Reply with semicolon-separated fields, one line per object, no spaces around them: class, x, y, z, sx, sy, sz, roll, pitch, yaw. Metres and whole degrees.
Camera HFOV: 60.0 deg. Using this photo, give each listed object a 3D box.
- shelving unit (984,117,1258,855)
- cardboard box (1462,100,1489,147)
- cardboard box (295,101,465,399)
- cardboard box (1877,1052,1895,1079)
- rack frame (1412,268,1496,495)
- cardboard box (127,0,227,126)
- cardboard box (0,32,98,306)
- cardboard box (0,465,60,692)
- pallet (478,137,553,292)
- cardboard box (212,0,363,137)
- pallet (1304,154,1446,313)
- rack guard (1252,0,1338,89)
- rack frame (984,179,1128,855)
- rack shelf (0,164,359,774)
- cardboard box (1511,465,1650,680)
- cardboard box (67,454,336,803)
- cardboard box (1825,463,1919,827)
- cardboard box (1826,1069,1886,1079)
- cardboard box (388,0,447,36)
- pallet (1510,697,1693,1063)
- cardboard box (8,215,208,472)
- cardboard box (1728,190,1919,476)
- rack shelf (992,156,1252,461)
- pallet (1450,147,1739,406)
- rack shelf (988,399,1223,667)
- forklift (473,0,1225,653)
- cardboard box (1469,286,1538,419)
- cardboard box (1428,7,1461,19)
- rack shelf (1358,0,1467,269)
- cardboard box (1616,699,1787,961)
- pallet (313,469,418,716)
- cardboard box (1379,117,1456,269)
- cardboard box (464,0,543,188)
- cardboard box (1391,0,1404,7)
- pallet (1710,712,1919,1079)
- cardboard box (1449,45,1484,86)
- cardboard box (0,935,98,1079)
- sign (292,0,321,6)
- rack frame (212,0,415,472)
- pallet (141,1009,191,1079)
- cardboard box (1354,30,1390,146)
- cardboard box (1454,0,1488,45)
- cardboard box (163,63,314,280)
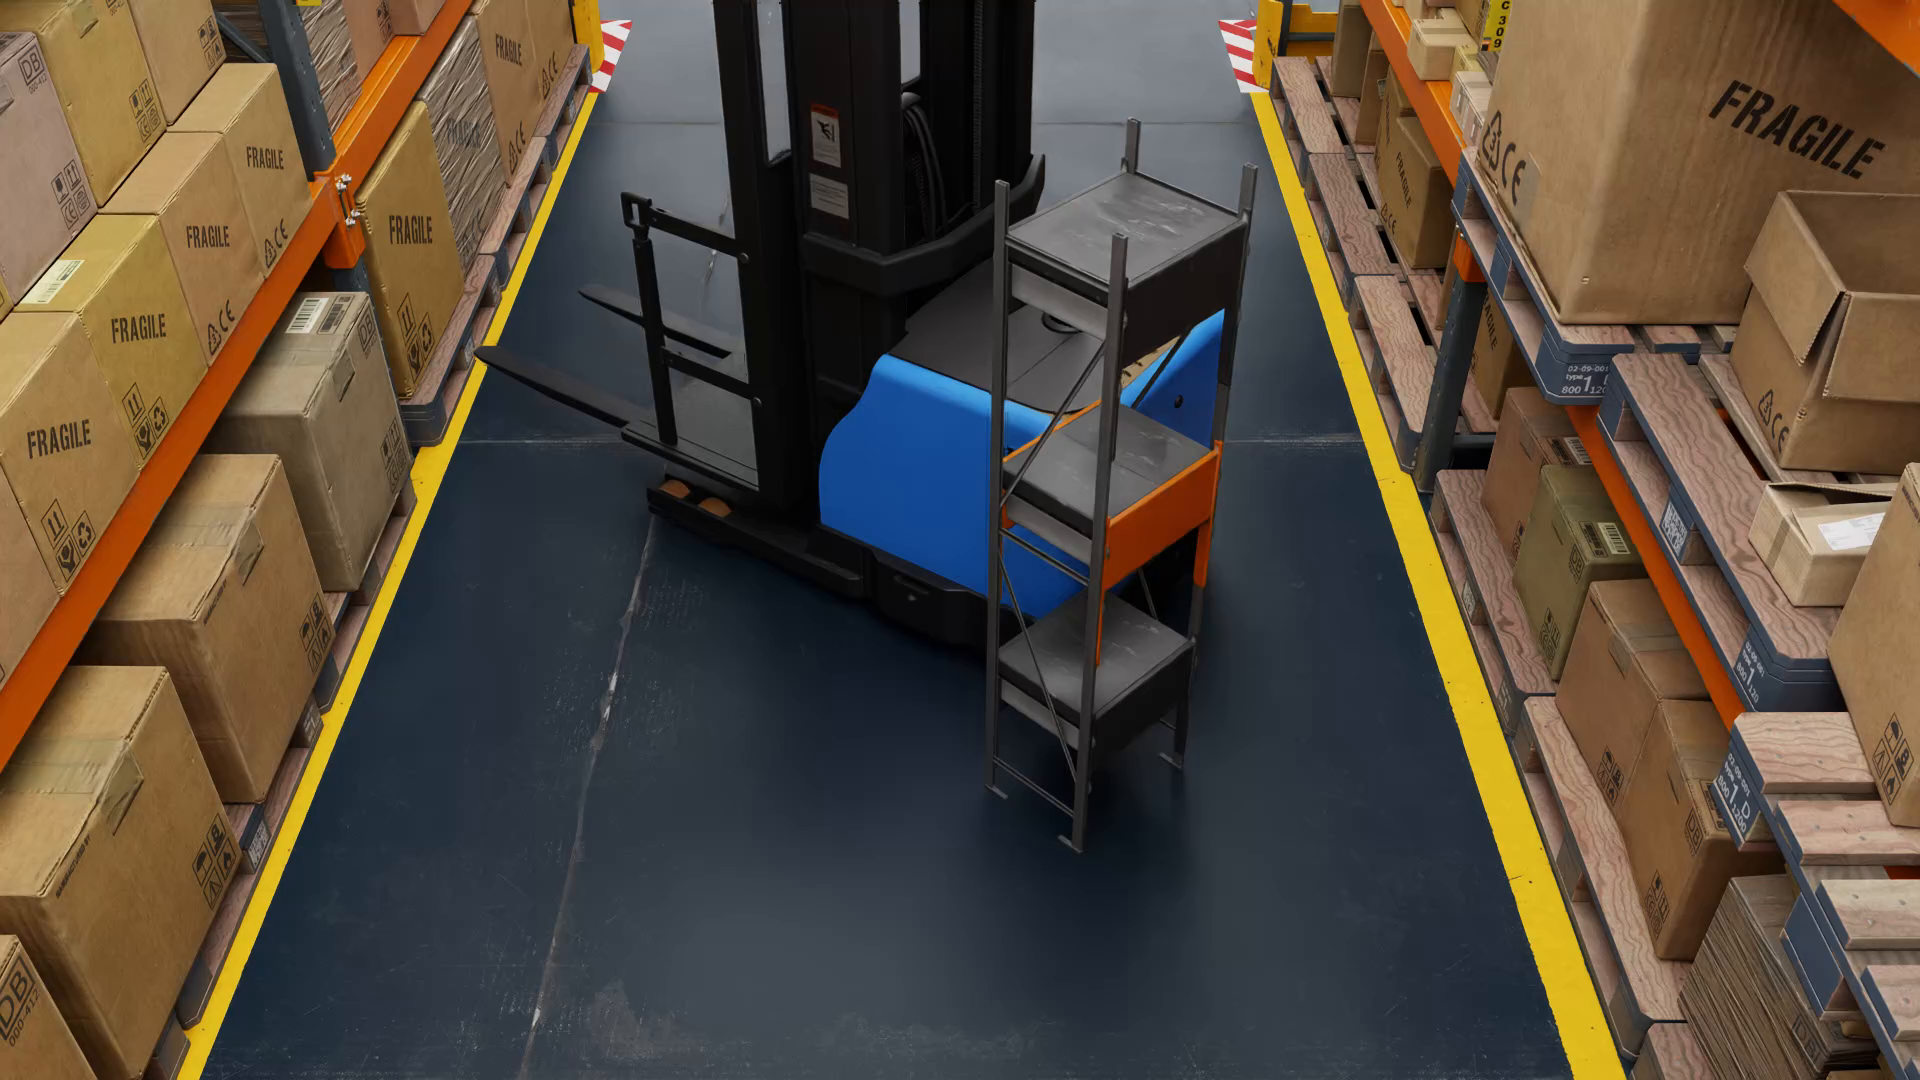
shelving unit;0.399;-0.060;4.644;0.431;2.100;0.503;32;48;33
cardboard box;1.990;-1.421;5.825;0.380;0.149;0.250;0;39;0
cardboard box;-2.607;-1.172;6.678;0.875;0.875;0.875;1;39;1
cardboard box;2.258;1.209;3.390;0.500;0.250;0.500;1;39;2
rack frame;2.284;-1.385;5.579;1.000;3.000;0.127;0;39;0
cardboard box;-2.669;-1.563;4.922;0.700;0.500;0.500;-1;39;-1
cardboard box;-2.666;-0.925;4.127;0.700;0.500;0.500;0;39;0
cardboard box;-2.405;0.104;3.642;0.500;0.500;0.500;0;39;0
pallet;-2.603;-1.597;8.074;1.003;0.211;1.213;0;39;0
cardboard box;-2.688;-1.734;5.895;0.875;0.550;0.550;0;39;0
pallet;2.244;-1.481;7.930;1.003;0.211;1.213;0;39;0
rack guard;2.280;-2.863;9.423;1.175;0.500;0.348;0;39;0
rack frame;0.228;0.049;4.509;0.400;2.100;0.015;32;48;33
rack shelf;-2.673;0.087;4.318;1.077;0.370;4.000;0;39;0
cardboard box;2.245;0.101;5.372;0.700;0.500;0.500;0;39;0
cardboard box;-2.588;0.261;4.989;1.050;0.750;0.750;0;39;0
cardboard box;2.148;0.227;3.152;0.700;0.500;0.500;5;39;7
cardboard box;2.268;1.501;3.625;0.700;0.500;0.500;-2;39;-2
cardboard box;-2.594;-2.415;6.745;0.875;0.550;0.550;0;39;0
pallet;2.291;0.955;4.889;1.003;0.211;1.213;0;39;0
cardboard box;-2.407;-0.525;4.427;0.500;0.500;0.500;0;39;0
cardboard box;2.379;-0.505;4.063;0.797;0.503;0.637;4;39;5
rack shelf;0.401;-0.594;4.214;0.431;0.518;0.480;32;48;33
pallet;2.140;-0.832;5.043;1.003;0.211;1.213;0;39;0
rack shelf;0.399;-0.049;4.653;0.431;0.518;0.480;32;48;33
forklift;-0.573;-1.384;5.634;3.031;2.935;1.130;23;44;26
cardboard box;2.324;-0.823;6.542;0.500;0.500;0.500;-1;39;-1
cardboard box;2.079;-2.046;6.606;0.380;0.149;0.250;0;39;0
rack shelf;2.282;-2.355;7.365;1.077;0.370;4.000;0;39;0
cardboard box;2.247;0.800;4.500;0.700;0.500;0.500;3;39;4
pallet;-2.600;0.126;5.924;1.003;0.211;1.213;0;39;0
cardboard box;2.236;-1.570;7.473;0.500;0.500;0.500;-3;39;-4
cardboard box;-2.610;-2.306;8.092;0.875;0.875;0.875;-1;39;-1
cardboard box;2.003;-2.359;6.996;0.380;0.149;0.250;0;39;0
pallet;2.182;0.746;3.074;1.213;0.211;1.003;0;39;0
cardboard box;2.059;-1.734;6.216;0.380;0.149;0.250;0;39;0
cardboard box;-2.582;1.390;3.580;1.050;0.750;0.750;-1;39;-1
sign;-2.133;-1.872;5.324;0.100;0.325;0.005;0;39;0
rack frame;-2.676;-1.444;5.654;1.000;3.000;0.127;0;39;0
pallet;-2.597;1.652;4.020;1.003;0.211;1.213;0;39;0
cardboard box;2.299;-2.310;8.397;0.500;0.500;0.500;10;40;12
cardboard box;2.380;-2.134;6.196;0.875;0.500;0.500;0;39;0
cardboard box;-2.408;-1.157;5.215;0.500;0.500;0.500;0;39;0
